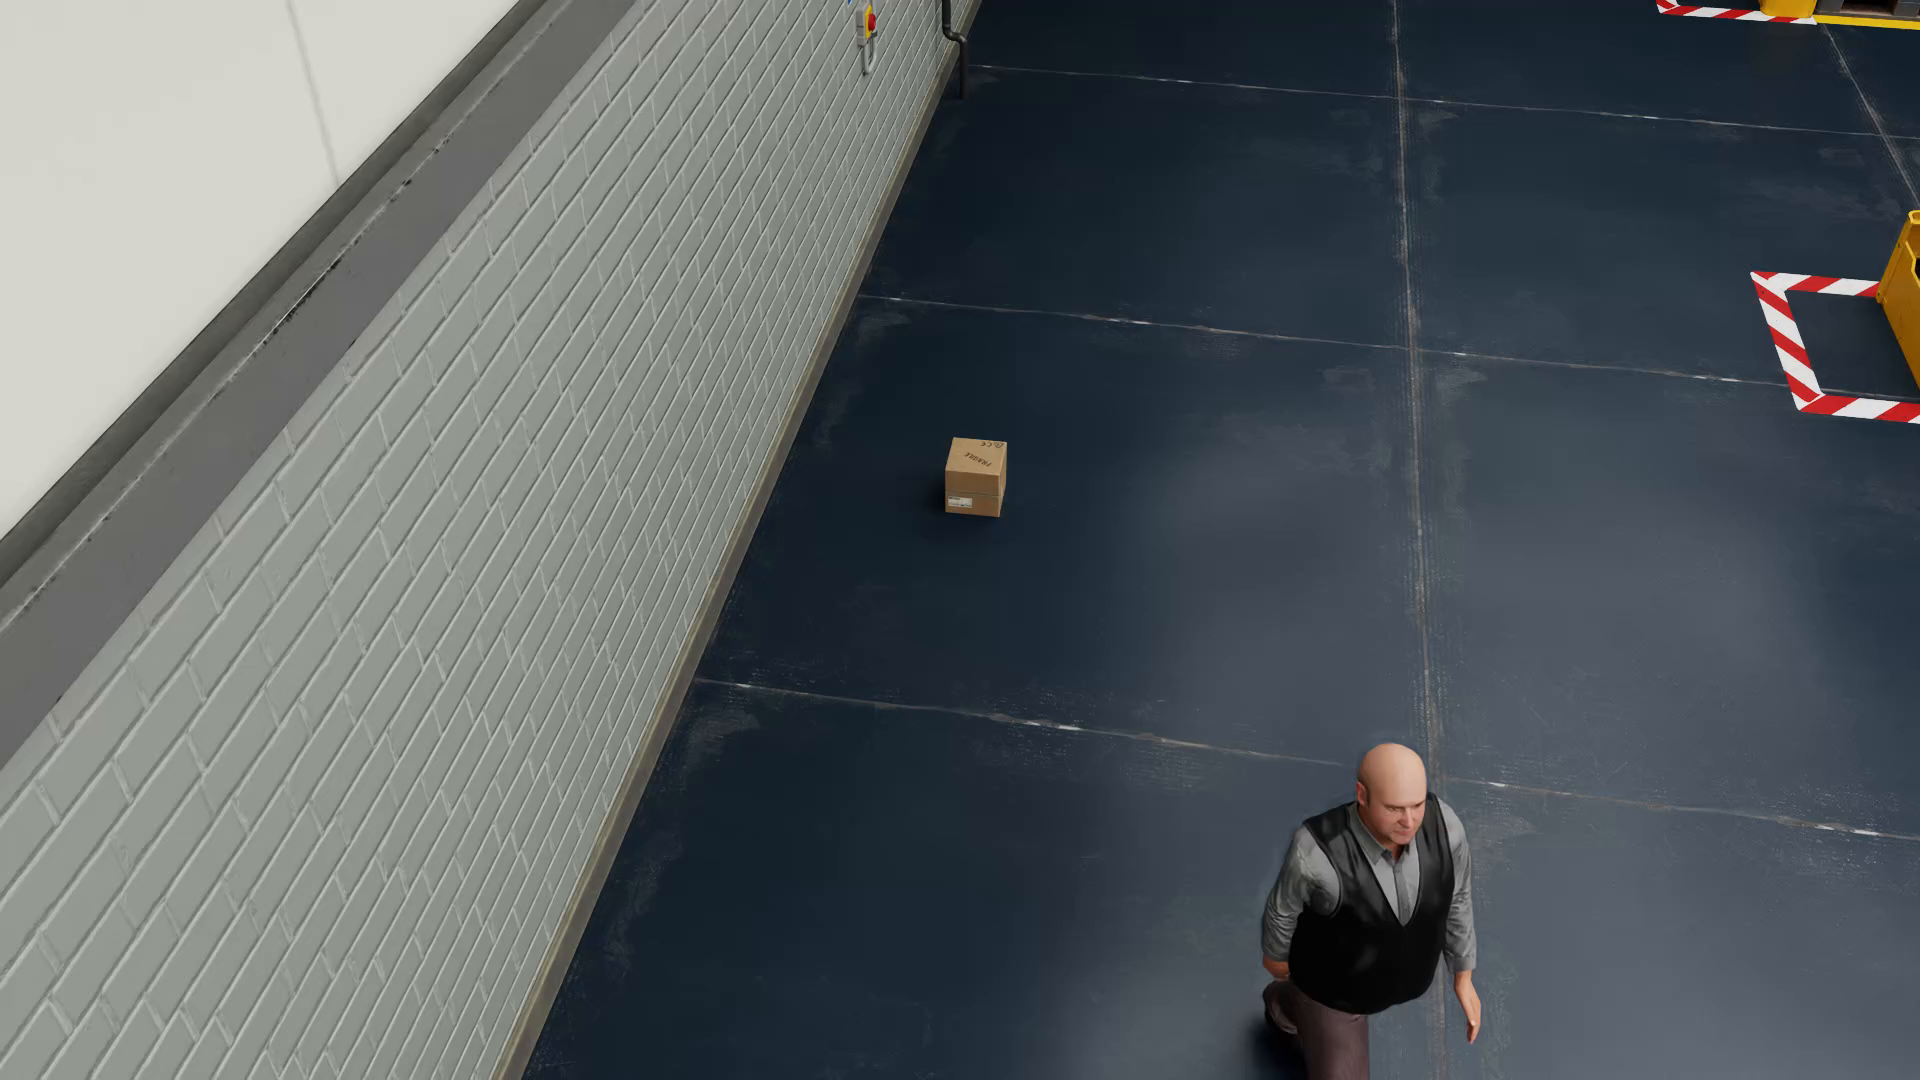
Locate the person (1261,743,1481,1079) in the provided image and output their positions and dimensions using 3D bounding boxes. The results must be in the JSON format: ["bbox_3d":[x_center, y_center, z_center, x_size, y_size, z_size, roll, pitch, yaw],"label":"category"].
[{"bbox_3d":[1.175,1.253,4.691,0.548,1.667,1.021,-14,42,-16],"label":"person"}]
